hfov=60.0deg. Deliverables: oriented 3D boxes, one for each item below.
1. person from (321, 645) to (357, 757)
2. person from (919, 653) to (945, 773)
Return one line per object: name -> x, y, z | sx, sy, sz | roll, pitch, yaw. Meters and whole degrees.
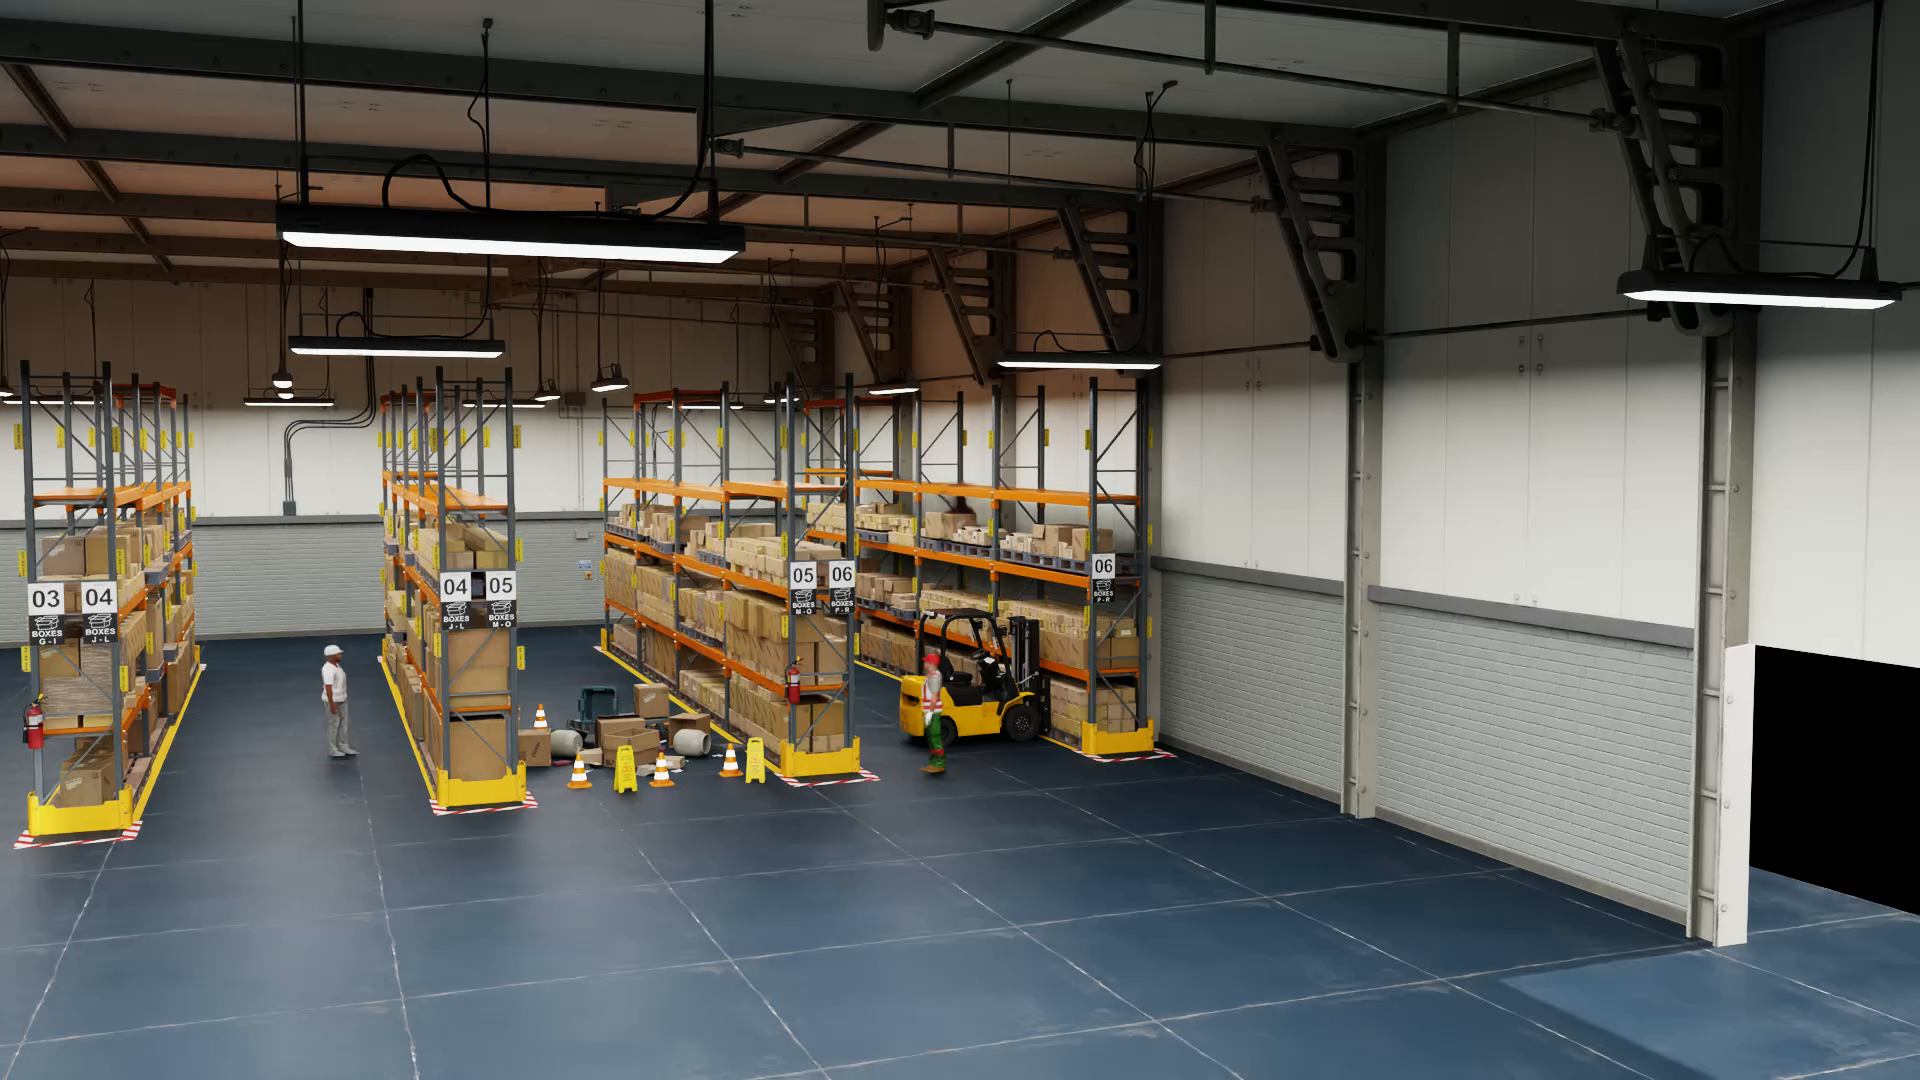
person -> -9.878, 2.542, 26.346 | 0.450, 1.768, 0.633 | 1, 3, 9
person -> -0.417, 2.602, 25.036 | 0.361, 1.807, 0.593 | -1, 3, -11
